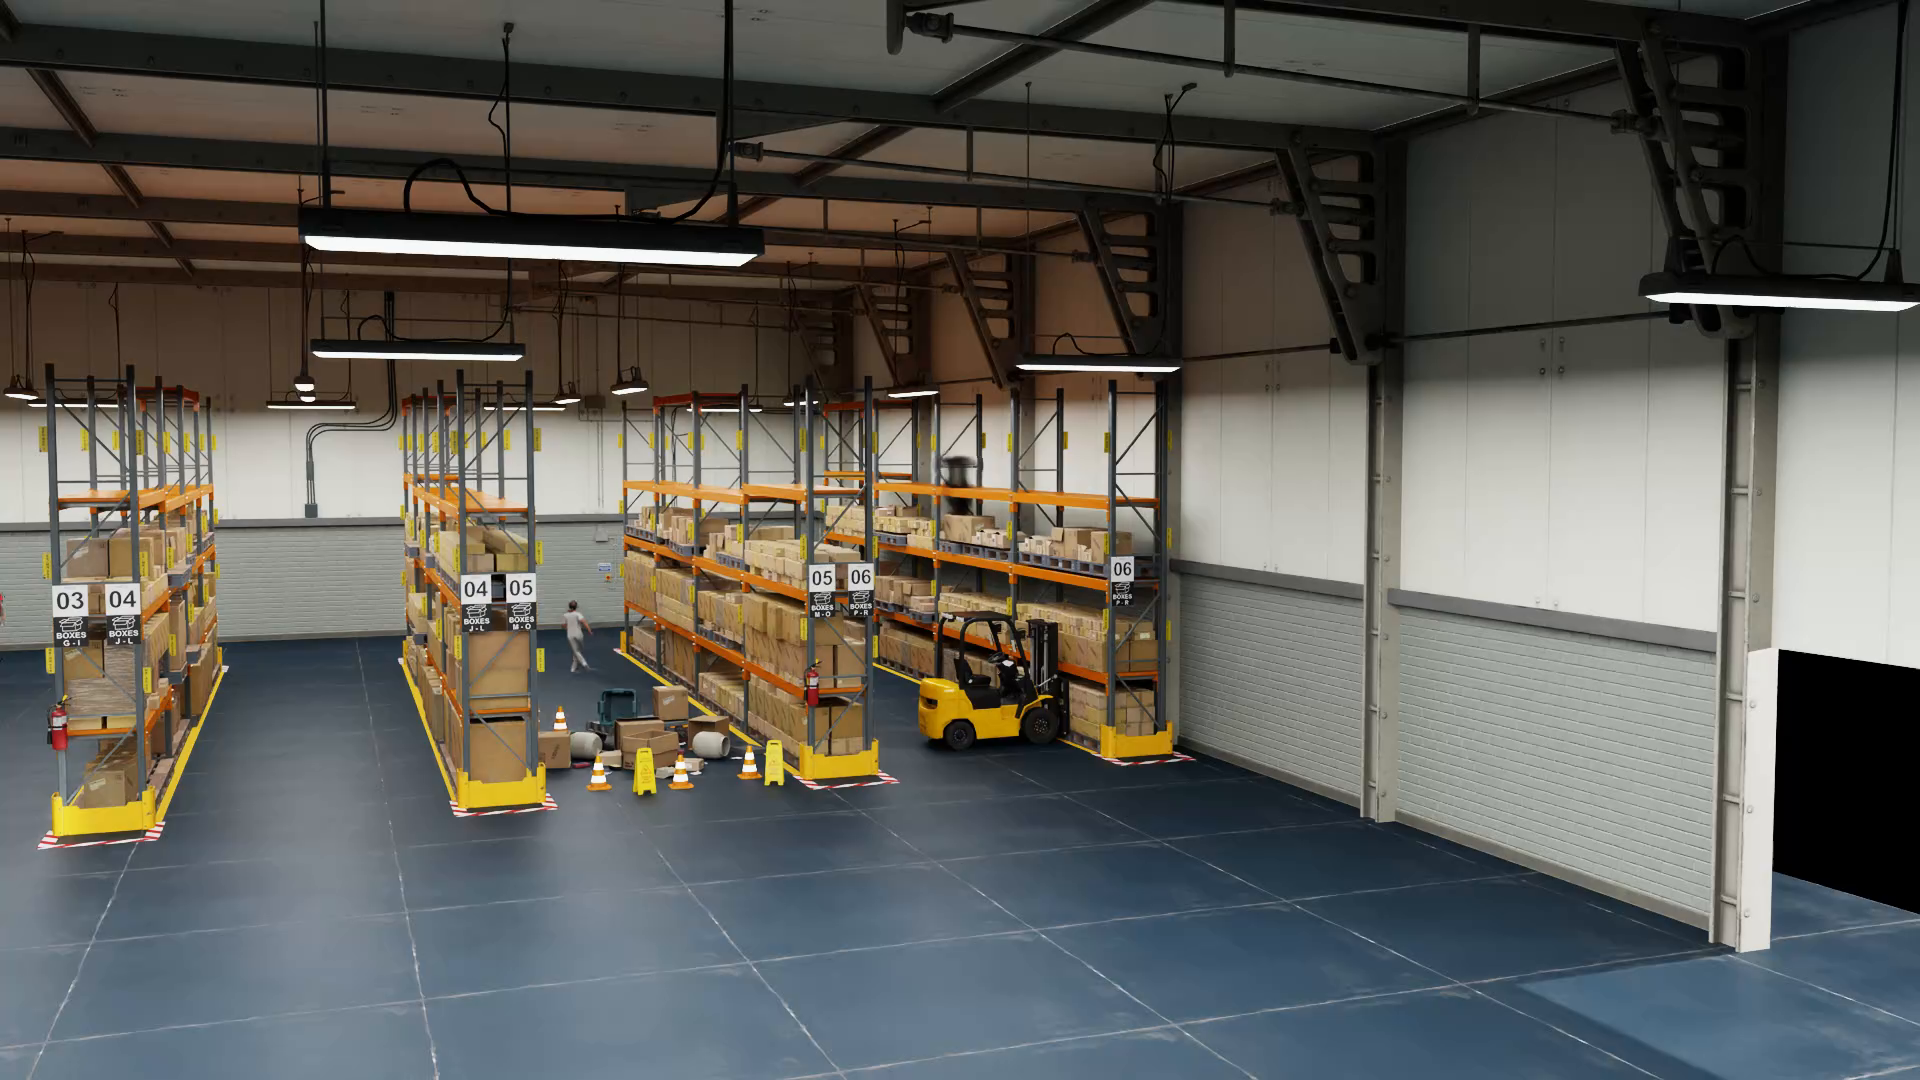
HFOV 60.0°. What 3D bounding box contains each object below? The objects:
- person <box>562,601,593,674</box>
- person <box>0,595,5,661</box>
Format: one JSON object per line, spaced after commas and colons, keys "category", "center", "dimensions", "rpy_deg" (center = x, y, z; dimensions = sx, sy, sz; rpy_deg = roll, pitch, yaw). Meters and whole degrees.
{"category": "person", "center": [-8.292, 2.127, 35.956], "dimensions": [0.680, 1.613, 0.651], "rpy_deg": [0, 3, -4]}
{"category": "person", "center": [-22.188, 1.979, 37.787], "dimensions": [1.133, 1.556, 0.718], "rpy_deg": [2, 4, 25]}
